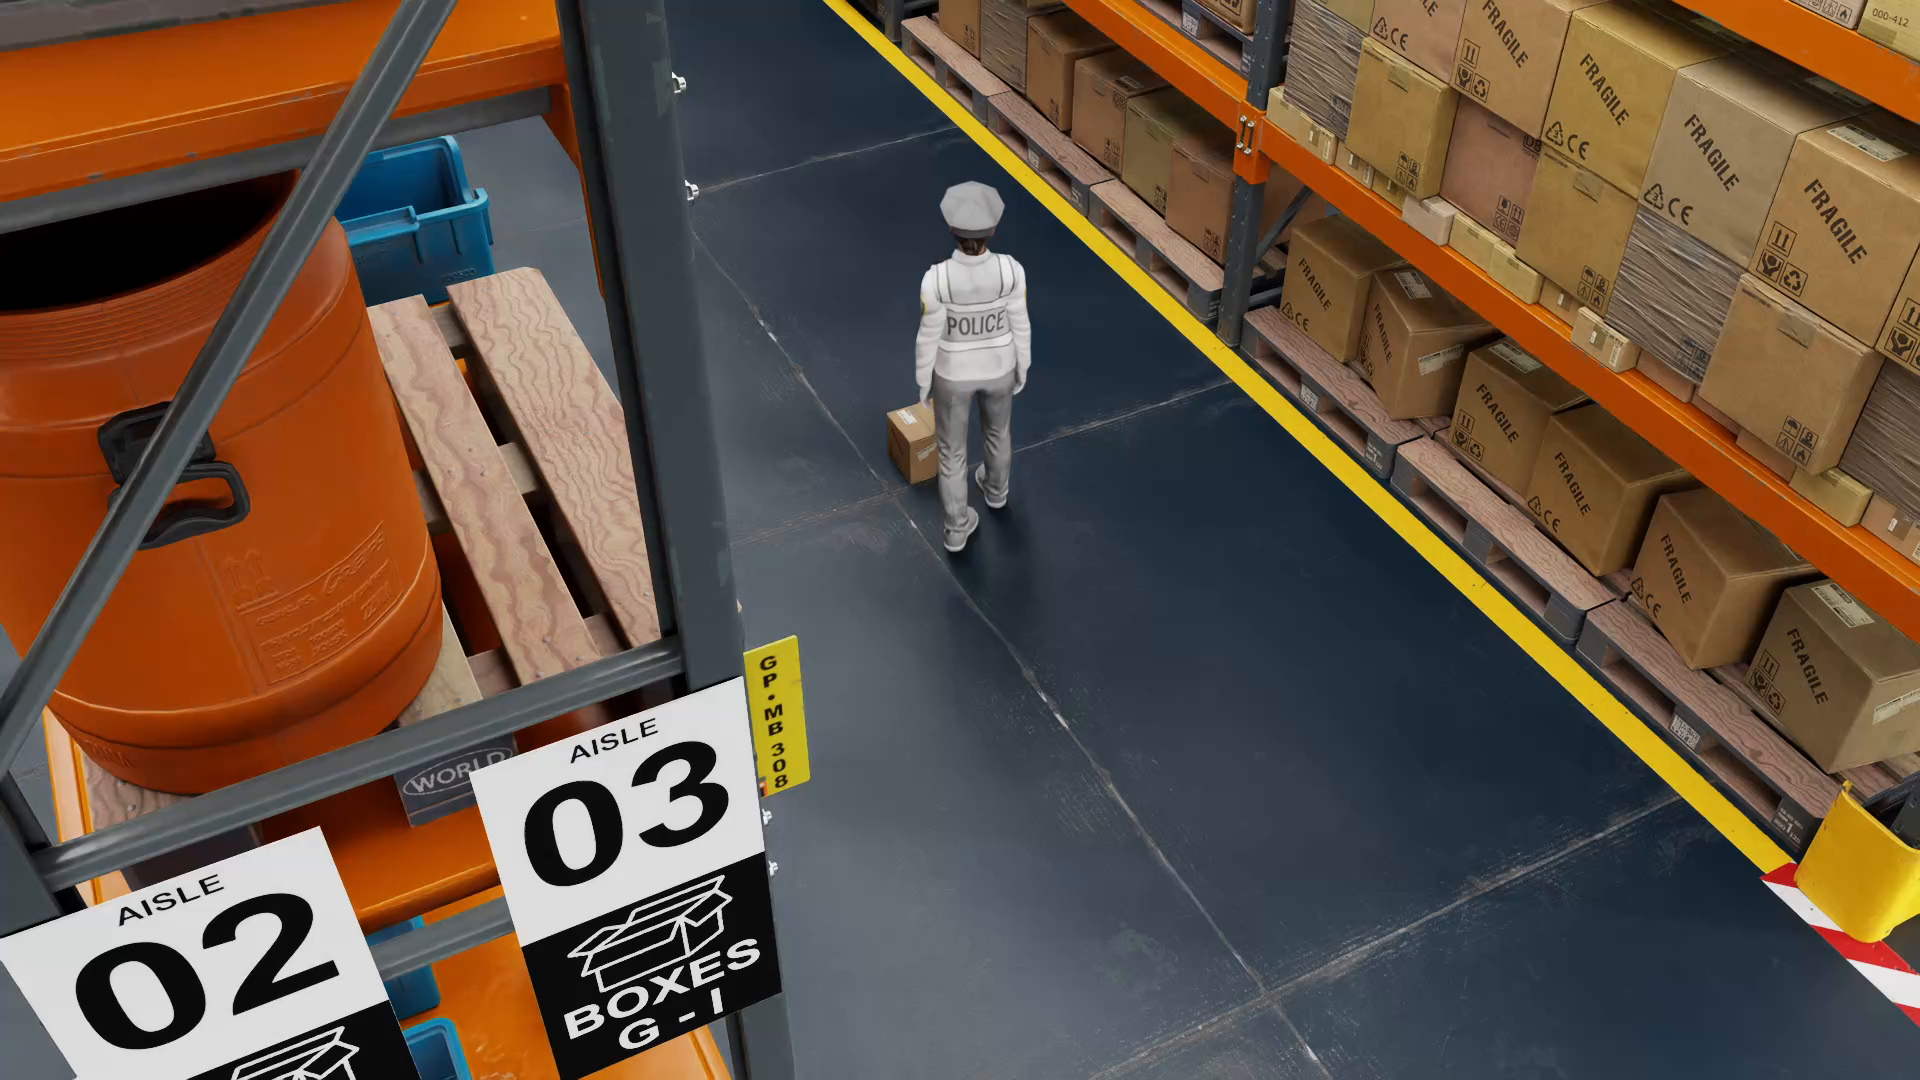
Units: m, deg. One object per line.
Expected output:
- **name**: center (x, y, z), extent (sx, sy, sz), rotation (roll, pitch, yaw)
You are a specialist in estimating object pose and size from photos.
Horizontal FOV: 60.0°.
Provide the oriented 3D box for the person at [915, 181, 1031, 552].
- **person**: center (0.037, -0.756, 6.992), extent (0.495, 1.673, 0.539), rotation (-8, 42, -9)
